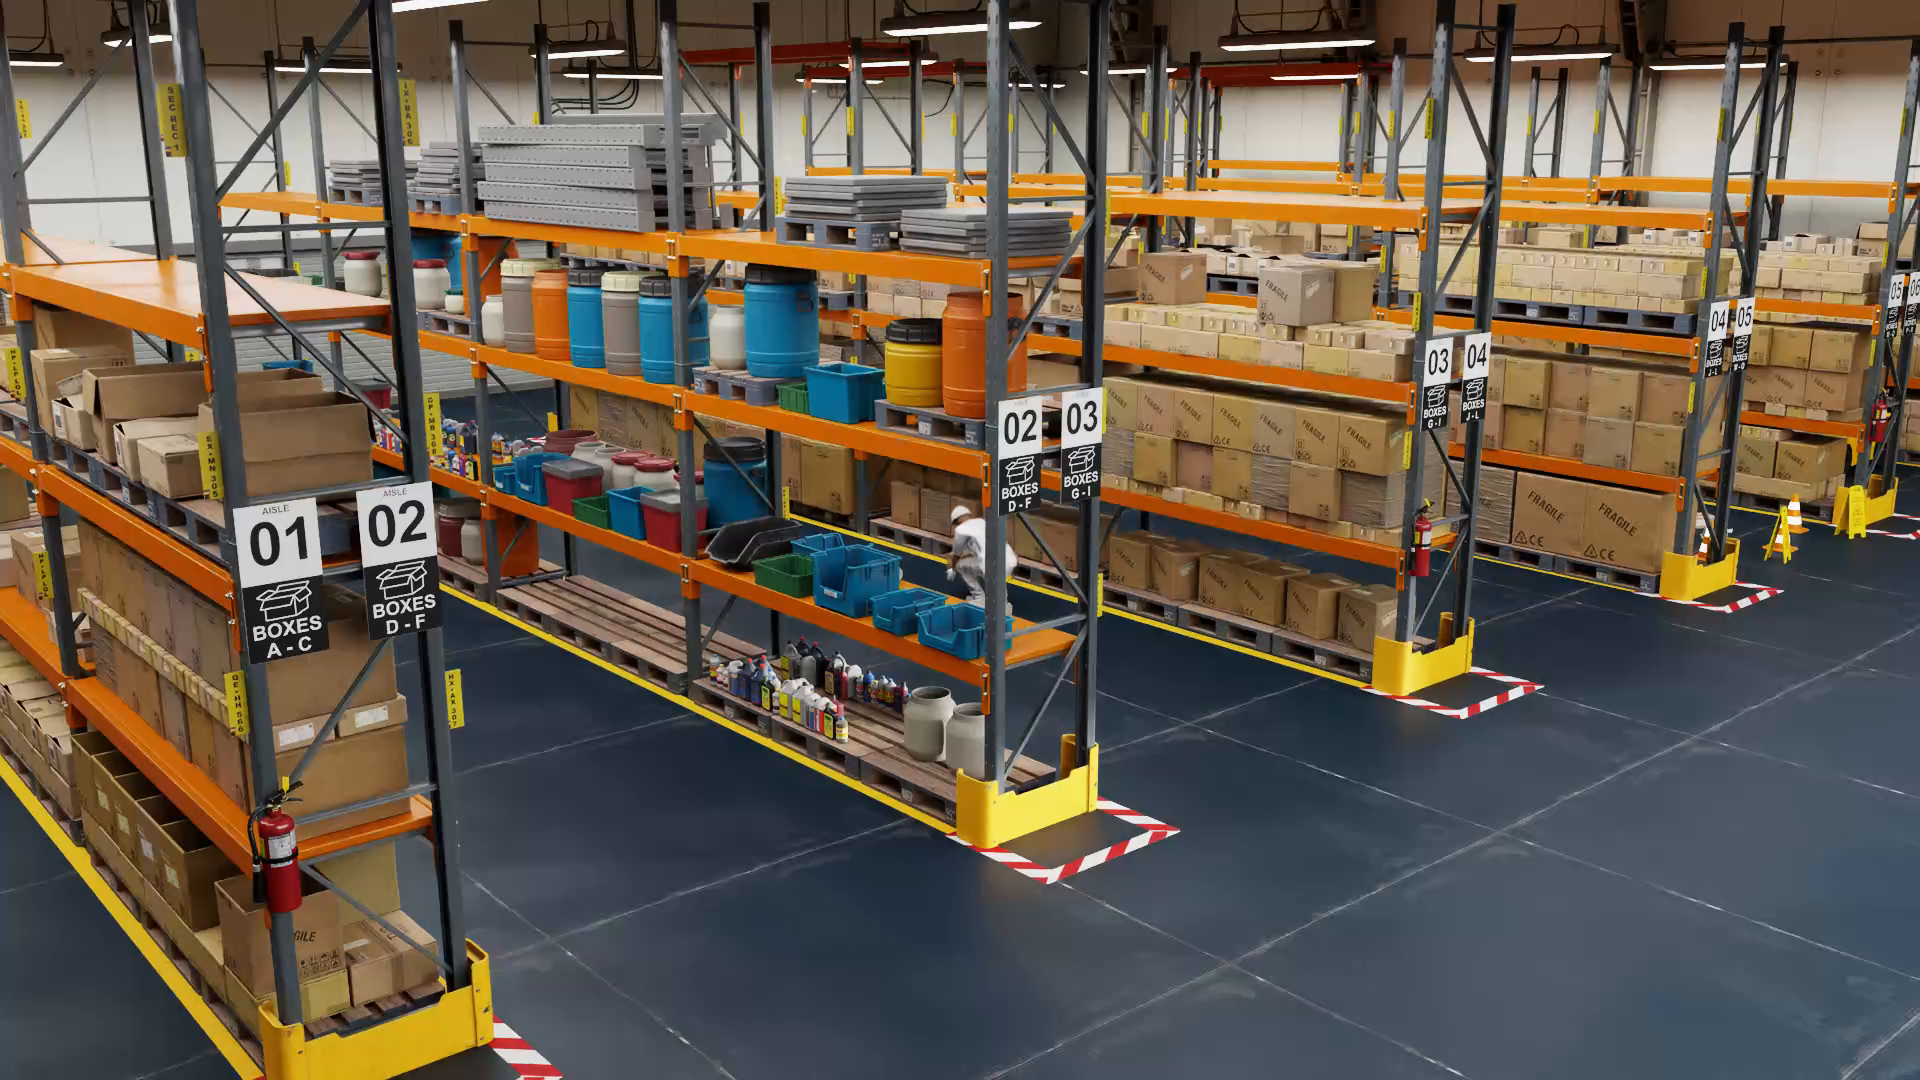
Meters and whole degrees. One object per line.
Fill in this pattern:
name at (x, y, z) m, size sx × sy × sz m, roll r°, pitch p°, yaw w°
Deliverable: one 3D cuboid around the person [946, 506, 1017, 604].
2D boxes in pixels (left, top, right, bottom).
person at (0.201, 0.172, 17.902) m, size 0.559 × 1.004 × 0.923 m, roll -9°, pitch 17°, yaw -34°
